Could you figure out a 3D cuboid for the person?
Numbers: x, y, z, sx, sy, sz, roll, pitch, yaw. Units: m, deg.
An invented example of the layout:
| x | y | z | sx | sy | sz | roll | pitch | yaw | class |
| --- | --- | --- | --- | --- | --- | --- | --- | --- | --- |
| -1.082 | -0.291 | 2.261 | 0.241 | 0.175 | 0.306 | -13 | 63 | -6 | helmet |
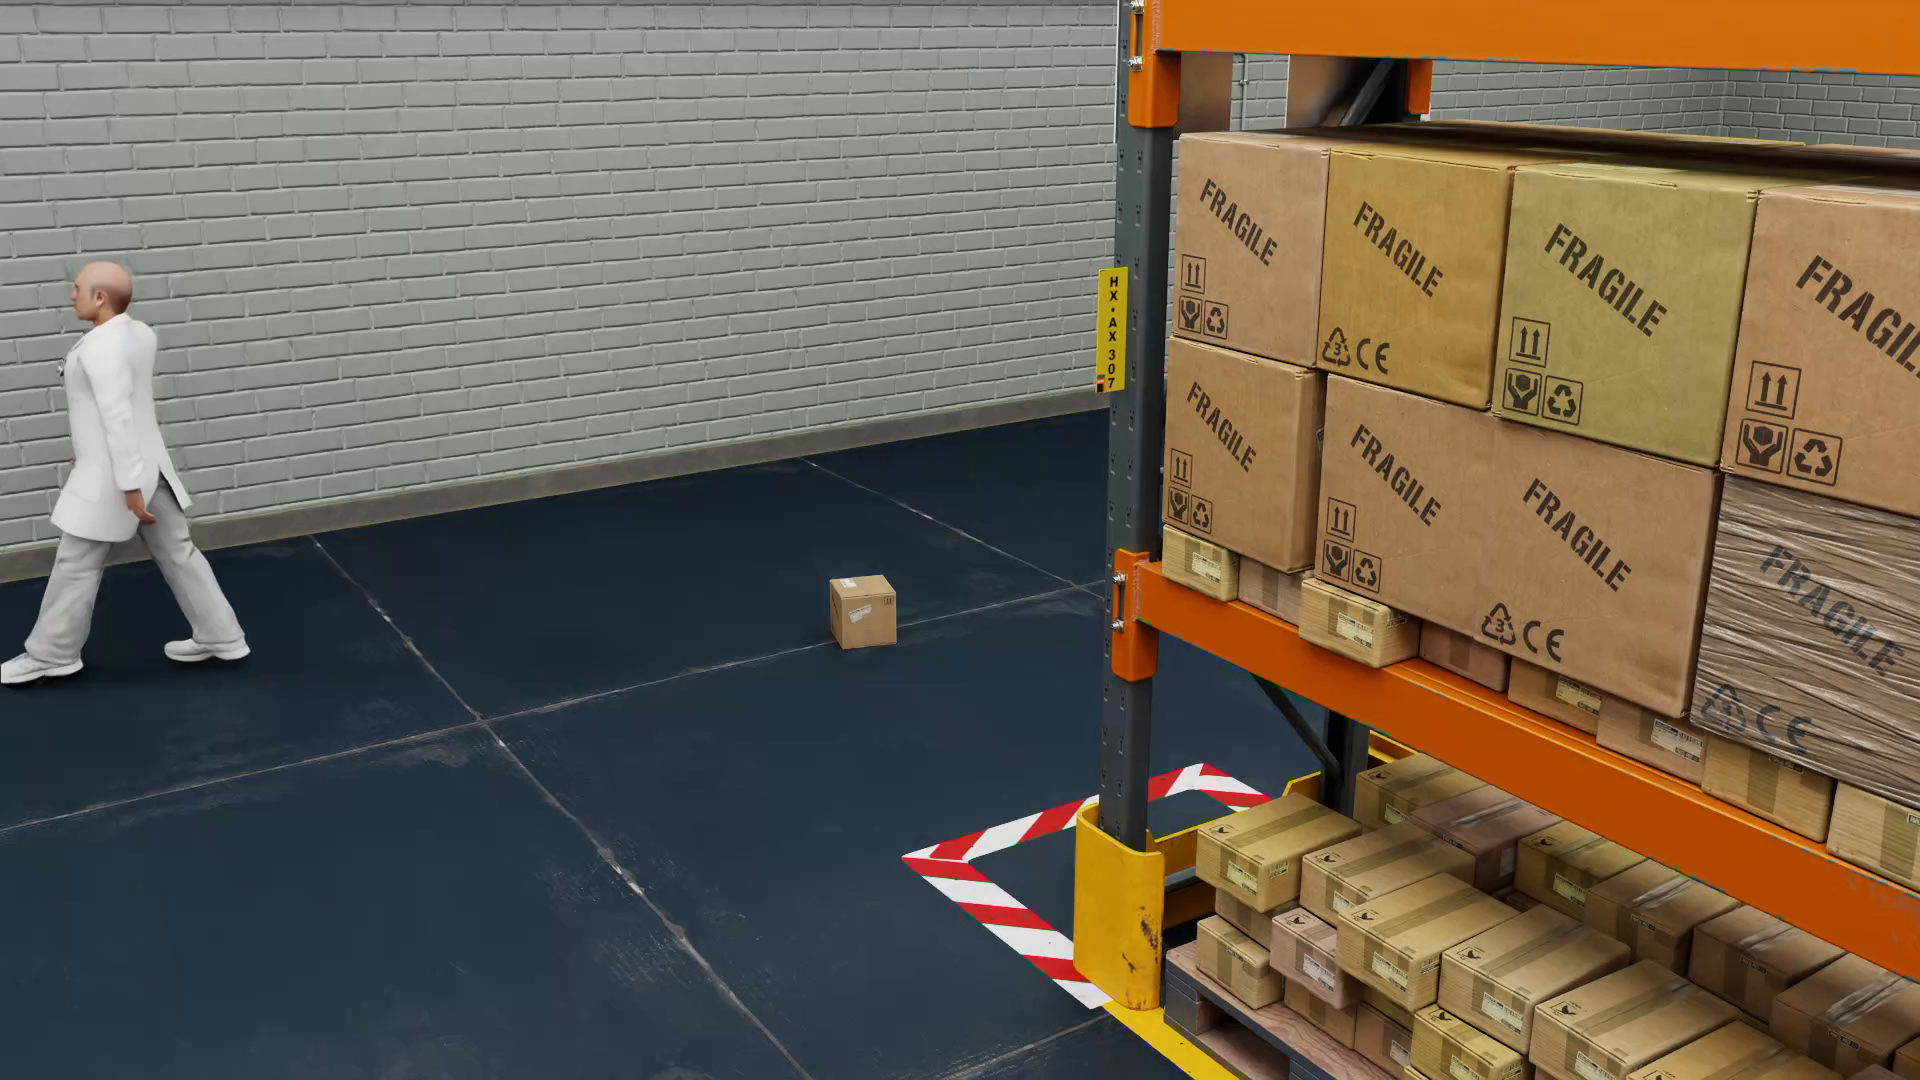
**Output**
| x | y | z | sx | sy | sz | roll | pitch | yaw | class |
| --- | --- | --- | --- | --- | --- | --- | --- | --- | --- |
| -3.593 | -0.288 | 6.921 | 1.008 | 1.737 | 0.575 | -1 | 18 | -2 | person |
